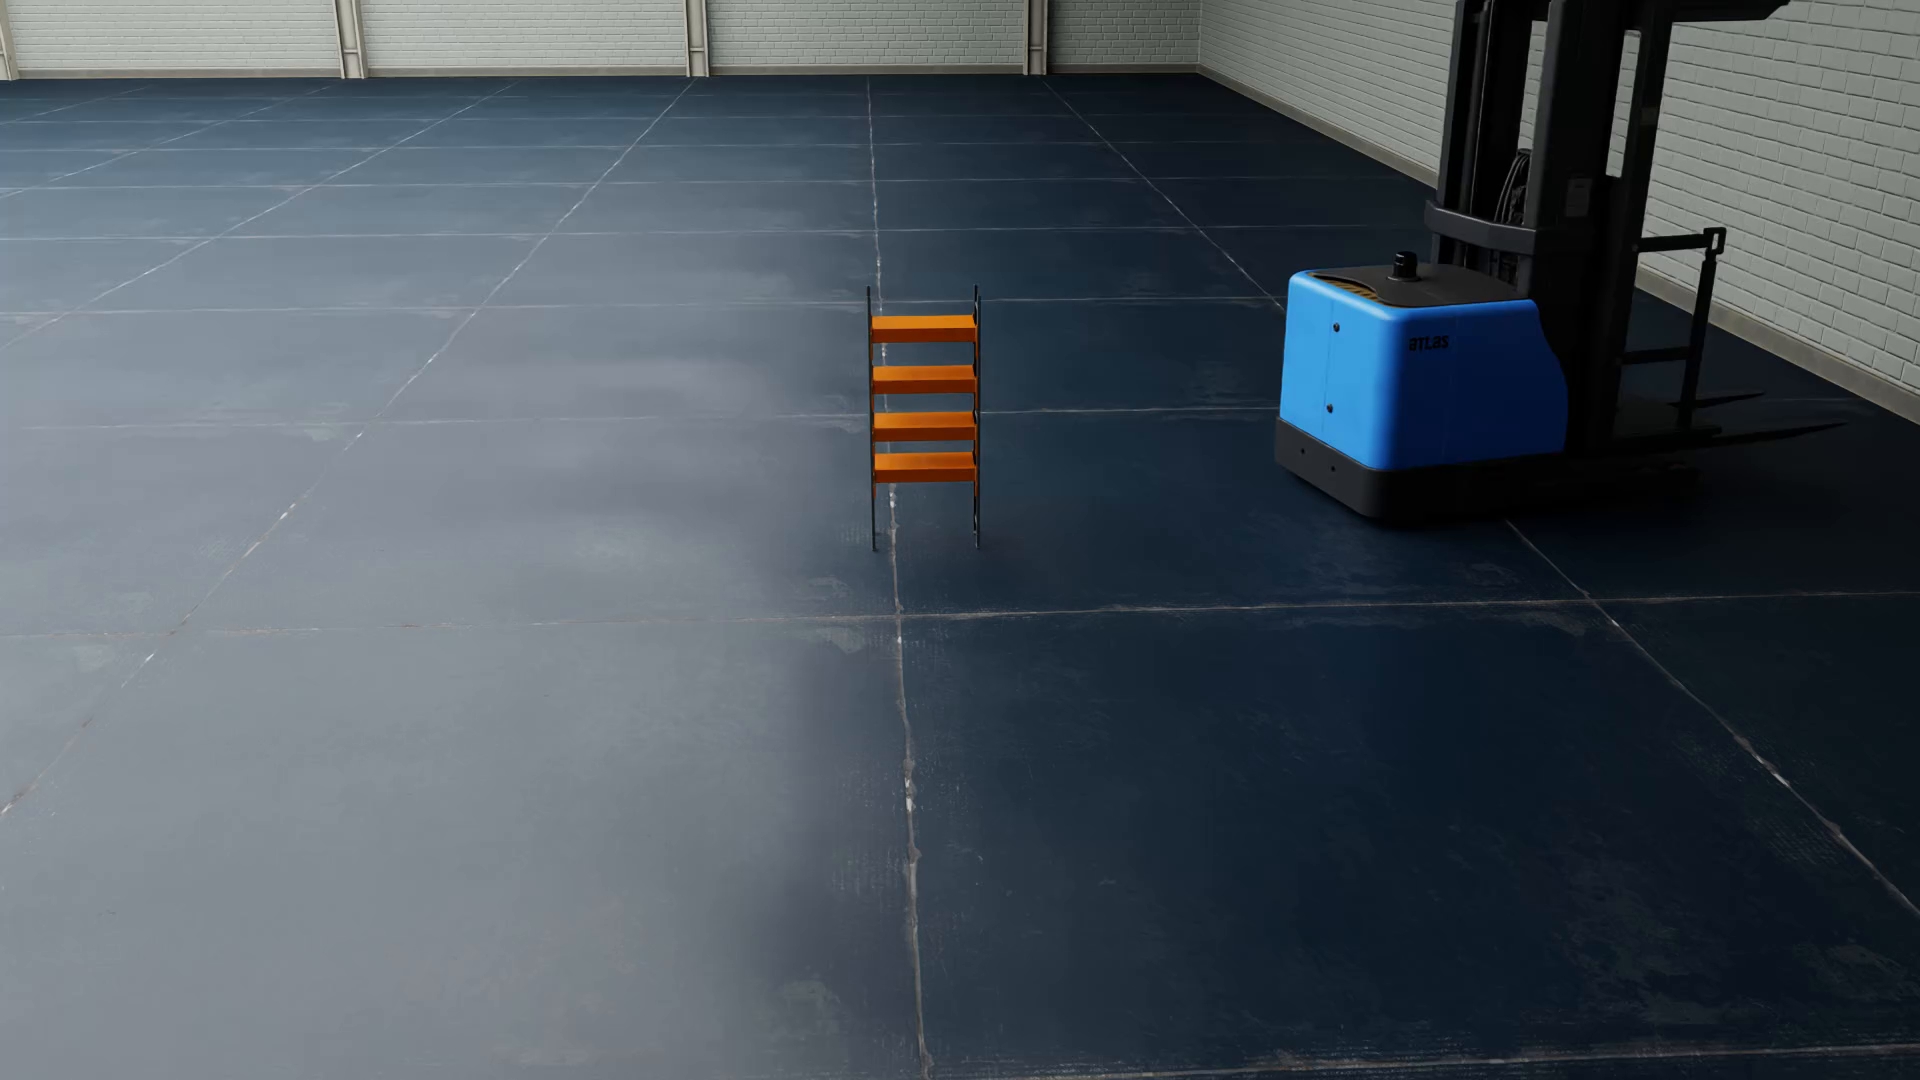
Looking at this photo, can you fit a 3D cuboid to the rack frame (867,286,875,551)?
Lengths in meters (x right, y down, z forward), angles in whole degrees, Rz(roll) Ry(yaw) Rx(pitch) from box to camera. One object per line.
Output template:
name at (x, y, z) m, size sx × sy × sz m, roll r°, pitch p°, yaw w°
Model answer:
rack frame at (-0.409, -0.552, 7.654) m, size 0.015 × 1.200 × 0.240 m, roll -1°, pitch 21°, yaw -3°

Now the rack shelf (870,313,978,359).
rack shelf at (-0.165, -0.925, 7.527) m, size 0.480 × 0.148 × 0.258 m, roll -1°, pitch 21°, yaw -3°

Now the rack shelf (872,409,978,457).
rack shelf at (-0.165, -0.494, 7.691) m, size 0.480 × 0.148 × 0.258 m, roll -1°, pitch 21°, yaw -3°

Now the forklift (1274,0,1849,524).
forklift at (3.235, -1.739, 8.338) m, size 3.031 × 2.935 × 1.130 m, roll -7°, pitch 22°, yaw -17°

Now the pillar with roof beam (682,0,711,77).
pillar with roof beam at (-4.401, -10.932, 23.956) m, size 0.400 × 9.000 × 9.100 m, roll -1°, pitch 21°, yaw -3°

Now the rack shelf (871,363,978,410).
rack shelf at (-0.165, -0.704, 7.611) m, size 0.480 × 0.148 × 0.258 m, roll -1°, pitch 21°, yaw -3°

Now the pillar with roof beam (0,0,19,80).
pillar with roof beam at (-16.381, -10.689, 23.316) m, size 0.400 × 9.000 × 9.100 m, roll -1°, pitch 21°, yaw -3°

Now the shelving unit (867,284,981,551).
shelving unit at (-0.165, -0.557, 7.667) m, size 0.503 × 1.200 × 0.258 m, roll -1°, pitch 21°, yaw -3°

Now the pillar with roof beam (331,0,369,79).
pillar with roof beam at (-10.391, -10.810, 23.636) m, size 0.400 × 9.000 × 9.100 m, roll -1°, pitch 21°, yaw -3°

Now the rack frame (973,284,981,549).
rack frame at (0.078, -0.562, 7.680) m, size 0.015 × 1.200 × 0.240 m, roll -1°, pitch 21°, yaw -3°

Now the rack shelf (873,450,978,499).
rack shelf at (-0.165, -0.309, 7.762) m, size 0.480 × 0.148 × 0.258 m, roll -1°, pitch 21°, yaw -3°

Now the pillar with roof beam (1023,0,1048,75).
pillar with roof beam at (1.589, -11.054, 24.277) m, size 0.400 × 9.000 × 9.100 m, roll -1°, pitch 21°, yaw -3°
